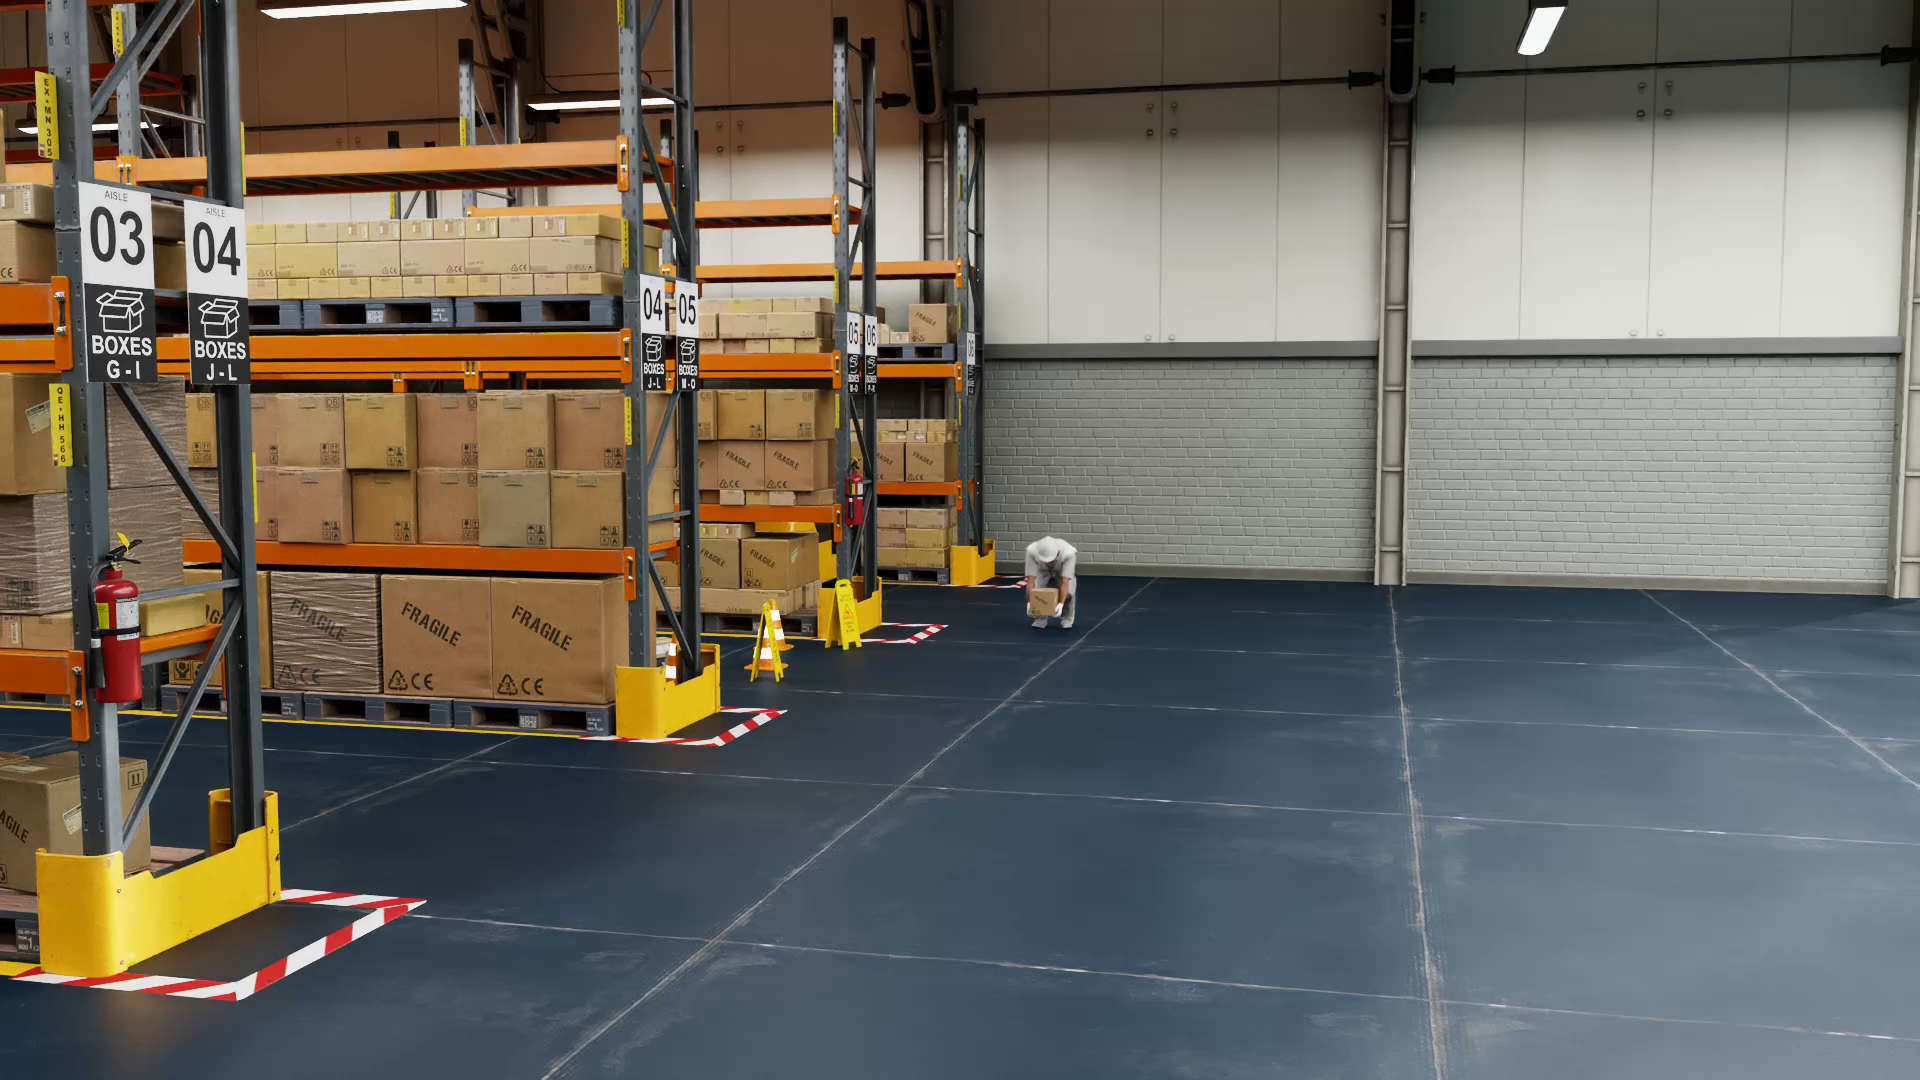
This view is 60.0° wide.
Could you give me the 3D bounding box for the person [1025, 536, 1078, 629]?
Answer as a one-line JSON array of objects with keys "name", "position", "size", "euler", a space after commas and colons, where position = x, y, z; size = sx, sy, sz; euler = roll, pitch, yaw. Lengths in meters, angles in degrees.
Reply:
[{"name": "person", "position": [0.945, 0.427, 17.019], "size": [0.551, 0.992, 0.948], "euler": [1, 5, 12]}]
